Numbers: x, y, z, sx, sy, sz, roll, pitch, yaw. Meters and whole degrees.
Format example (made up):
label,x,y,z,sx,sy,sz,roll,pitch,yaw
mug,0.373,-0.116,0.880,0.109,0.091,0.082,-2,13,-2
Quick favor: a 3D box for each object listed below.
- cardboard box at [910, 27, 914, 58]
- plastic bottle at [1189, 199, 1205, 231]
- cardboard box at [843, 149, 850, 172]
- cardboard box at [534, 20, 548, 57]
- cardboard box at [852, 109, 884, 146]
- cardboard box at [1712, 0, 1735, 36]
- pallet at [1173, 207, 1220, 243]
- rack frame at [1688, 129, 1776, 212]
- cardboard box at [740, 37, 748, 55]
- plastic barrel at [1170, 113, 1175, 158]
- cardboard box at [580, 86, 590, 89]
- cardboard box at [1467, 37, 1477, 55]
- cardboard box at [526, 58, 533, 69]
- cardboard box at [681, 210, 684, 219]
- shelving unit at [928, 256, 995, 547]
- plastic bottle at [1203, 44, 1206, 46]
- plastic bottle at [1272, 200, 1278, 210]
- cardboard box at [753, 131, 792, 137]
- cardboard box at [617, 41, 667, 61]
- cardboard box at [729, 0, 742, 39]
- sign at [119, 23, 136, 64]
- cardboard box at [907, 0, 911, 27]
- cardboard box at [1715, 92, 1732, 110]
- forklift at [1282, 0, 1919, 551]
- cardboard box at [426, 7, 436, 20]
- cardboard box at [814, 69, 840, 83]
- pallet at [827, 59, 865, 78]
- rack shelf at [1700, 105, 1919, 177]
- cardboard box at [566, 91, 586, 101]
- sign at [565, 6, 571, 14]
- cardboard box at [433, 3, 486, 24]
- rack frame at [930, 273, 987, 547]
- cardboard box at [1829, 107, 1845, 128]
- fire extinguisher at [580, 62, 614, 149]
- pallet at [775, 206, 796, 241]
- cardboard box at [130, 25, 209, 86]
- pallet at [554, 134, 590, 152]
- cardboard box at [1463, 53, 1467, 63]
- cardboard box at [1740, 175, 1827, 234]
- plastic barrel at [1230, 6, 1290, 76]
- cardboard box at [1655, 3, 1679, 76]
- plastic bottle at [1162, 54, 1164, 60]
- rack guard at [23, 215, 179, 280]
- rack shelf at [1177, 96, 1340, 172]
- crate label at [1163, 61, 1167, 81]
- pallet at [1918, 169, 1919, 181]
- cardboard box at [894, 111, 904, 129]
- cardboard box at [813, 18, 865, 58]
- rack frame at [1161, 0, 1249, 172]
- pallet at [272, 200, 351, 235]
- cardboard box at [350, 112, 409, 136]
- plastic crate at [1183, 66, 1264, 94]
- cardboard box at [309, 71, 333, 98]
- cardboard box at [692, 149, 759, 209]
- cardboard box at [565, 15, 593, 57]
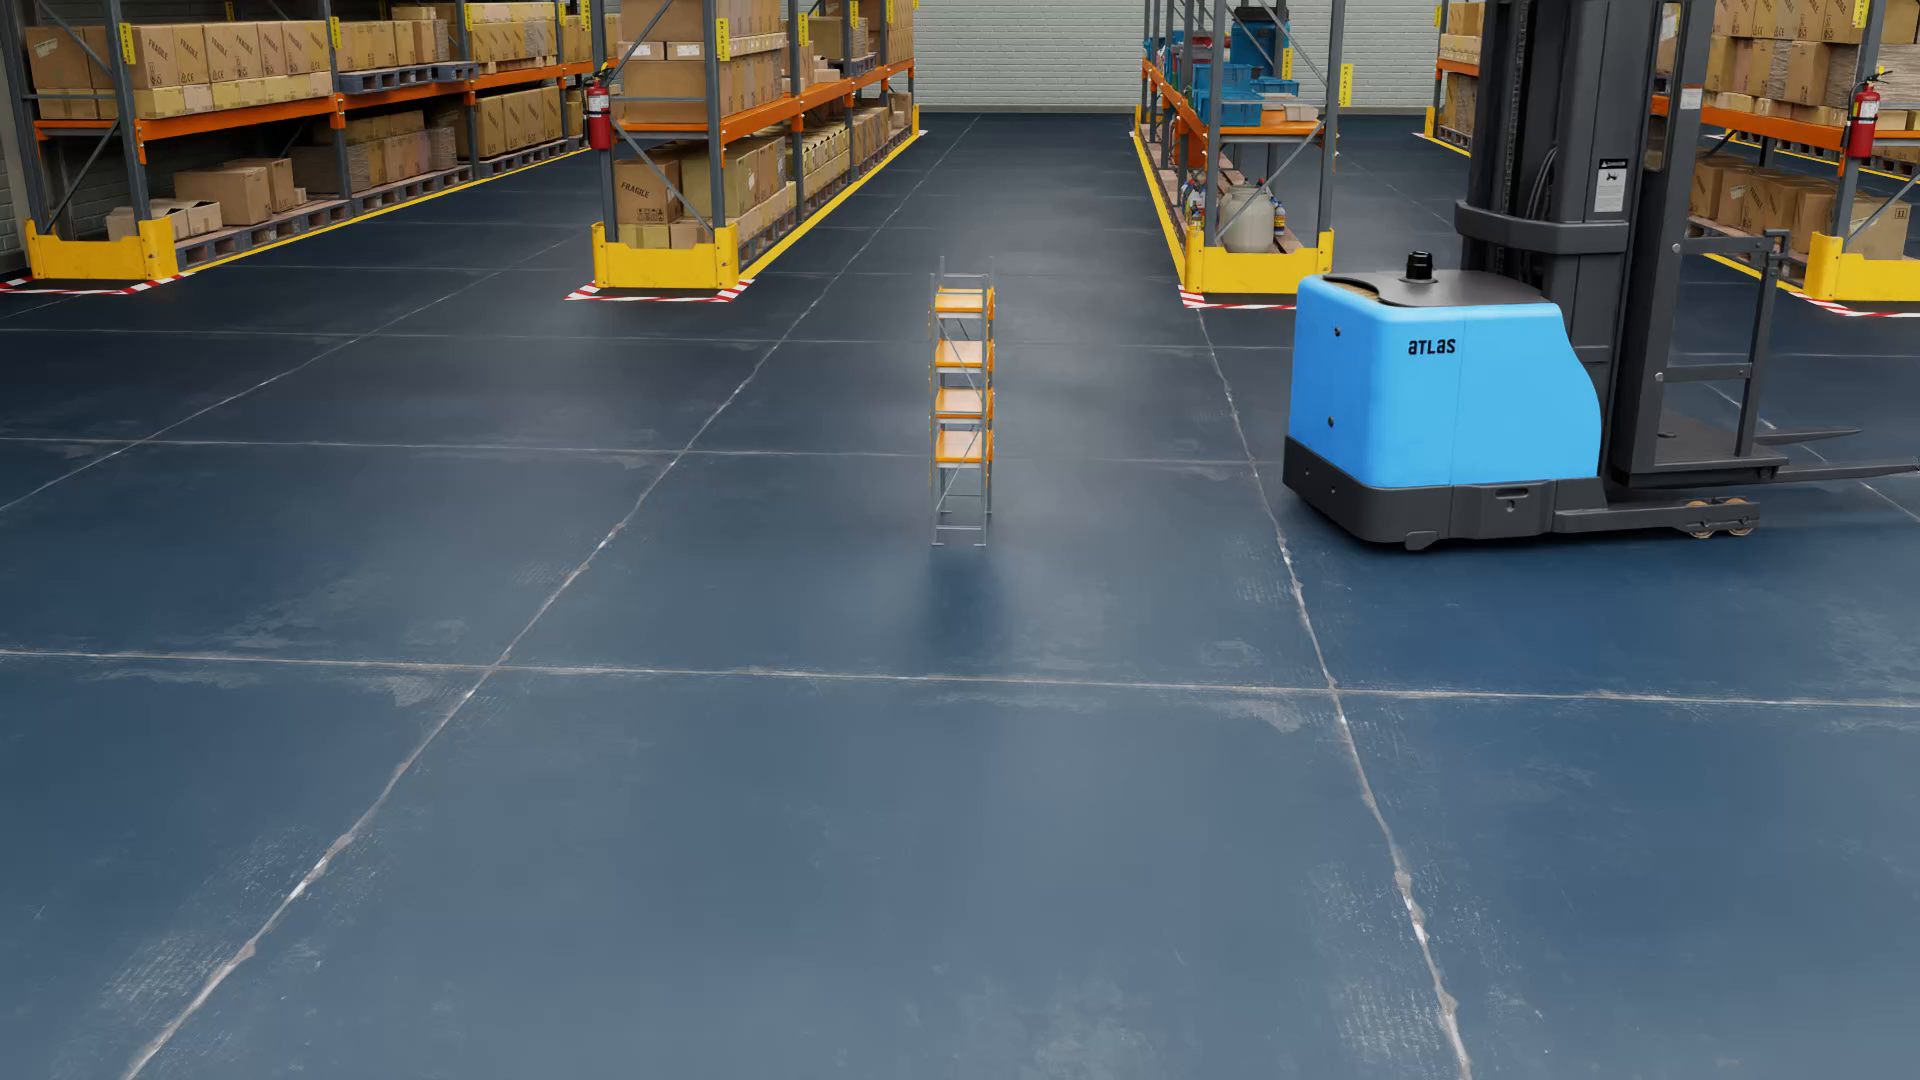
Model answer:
label,x,y,z,sx,sy,sz,roll,pitch,yaw
cardboard box,-1.069,-8.448,28.228,0.500,0.500,0.500,2,18,6
plastic bottle,2.225,-3.038,15.544,0.152,0.276,0.135,1,18,4
cardboard box,-1.676,-4.785,20.952,0.500,0.250,0.500,2,18,5
cardboard box,-6.344,-7.304,24.225,0.500,0.500,0.500,1,18,4
cardboard box,-1.388,-6.012,24.261,0.500,0.500,0.500,1,18,4
cardboard box,7.392,-4.971,15.534,0.500,0.500,0.500,1,18,4
pallet,2.682,-3.175,16.772,1.003,0.211,1.213,1,18,4
rack frame,7.712,-4.597,16.634,1.000,3.000,0.127,1,18,4
cardboard box,-2.122,-4.450,14.983,0.380,0.149,0.250,1,18,3
plastic barrel,3.158,-5.506,22.608,0.600,0.588,0.708,1,18,4
cardboard box,-6.444,-7.564,27.988,0.380,0.149,0.250,1,18,4
cardboard box,8.127,-7.614,25.605,0.500,0.250,0.500,2,18,5
cardboard box,-6.380,-6.876,23.961,0.380,0.149,0.250,1,18,4
cardboard box,-2.688,-2.798,14.887,0.500,0.250,0.500,1,18,4
shelving unit,0.012,-0.622,7.393,0.258,1.200,0.503,1,18,4
plastic bottle,3.449,-6.822,23.503,0.144,0.351,0.185,1,18,4
plastic bottle,2.951,-3.040,15.559,0.097,0.271,0.097,0,18,0
cardboard box,-2.280,-4.743,19.921,0.500,0.311,0.500,1,18,2
cardboard box,-2.618,-4.055,13.780,0.380,0.149,0.250,1,18,3
cardboard box,-2.338,-4.722,14.772,0.700,0.500,0.500,1,18,4
sign,-6.855,-4.085,13.684,0.100,0.325,0.005,1,18,4
cardboard box,-1.101,-8.767,27.596,0.500,0.500,0.500,2,18,5
cardboard box,7.308,-4.107,15.543,0.380,0.149,0.250,1,18,4
forklift,3.128,-1.557,7.468,3.031,2.935,1.130,-4,18,-11
cardboard box,-6.818,-6.628,20.924,0.380,0.149,0.250,-1,18,-3
cardboard box,-1.671,-5.656,20.272,0.380,0.149,0.250,1,18,4
pallet,-1.903,-6.182,21.781,1.213,0.211,1.003,1,18,4
rack shelf,7.569,-3.634,14.851,1.077,0.370,4.000,1,18,4
cardboard box,-6.174,-7.065,26.466,0.380,0.149,0.250,2,18,6
sign,-6.802,-9.119,28.917,0.100,0.325,0.005,1,18,4
cardboard box,-6.531,-6.870,21.696,0.500,0.250,0.500,2,18,5
rack frame,-0.006,-0.546,7.162,0.240,1.200,0.015,1,18,4
cardboard box,7.258,-3.406,13.403,0.380,0.149,0.250,1,18,4
fire extinguisher,-2.927,-3.514,13.453,0.296,0.674,0.183,1,18,4
pallet,-2.267,-3.248,16.996,1.003,0.211,1.213,1,18,4
cardboard box,-7.017,-4.276,14.659,0.500,0.500,0.500,1,18,4
pallet,-6.404,-6.322,26.379,1.003,0.211,1.213,1,18,4
cardboard box,8.092,-7.542,26.027,0.380,0.149,0.250,2,18,5
cardboard box,7.644,-3.112,15.445,0.500,0.500,0.500,0,18,-1
plastic barrel,3.102,-5.059,17.239,0.600,0.901,0.708,1,18,4
cardboard box,7.909,-5.325,17.219,1.000,1.000,1.000,1,18,4
plastic bottle,2.797,-6.465,22.415,0.144,0.351,0.185,1,18,4
rack guard,-7.391,-2.522,14.317,1.175,0.500,0.348,1,18,4
rack shelf,2.629,-3.744,15.188,1.077,0.370,4.000,1,18,4
crate label,2.655,-5.748,20.415,0.303,0.233,0.416,1,18,4
pallet,12.996,-4.615,21.167,1.003,0.211,1.213,1,18,4
cardboard box,-1.199,-6.980,27.616,0.500,0.250,0.500,1,18,4
cardboard box,-1.693,-6.786,22.482,0.700,0.500,0.500,5,19,14
rack frame,3.059,-5.950,20.763,1.000,3.000,0.127,1,18,4
pallet,-7.122,-3.394,17.442,1.003,0.211,1.213,1,18,4
cardboard box,-6.958,-4.988,19.932,0.500,0.250,0.500,1,18,4
plastic crate,2.608,-4.518,16.494,0.767,0.338,0.504,1,18,4
cardboard box,-6.841,-4.713,17.197,0.500,0.250,0.500,1,18,4
cardboard box,-2.138,-3.298,15.209,0.500,0.500,0.500,1,18,4
cardboard box,-6.381,-8.177,27.078,0.980,0.700,0.700,0,18,1
